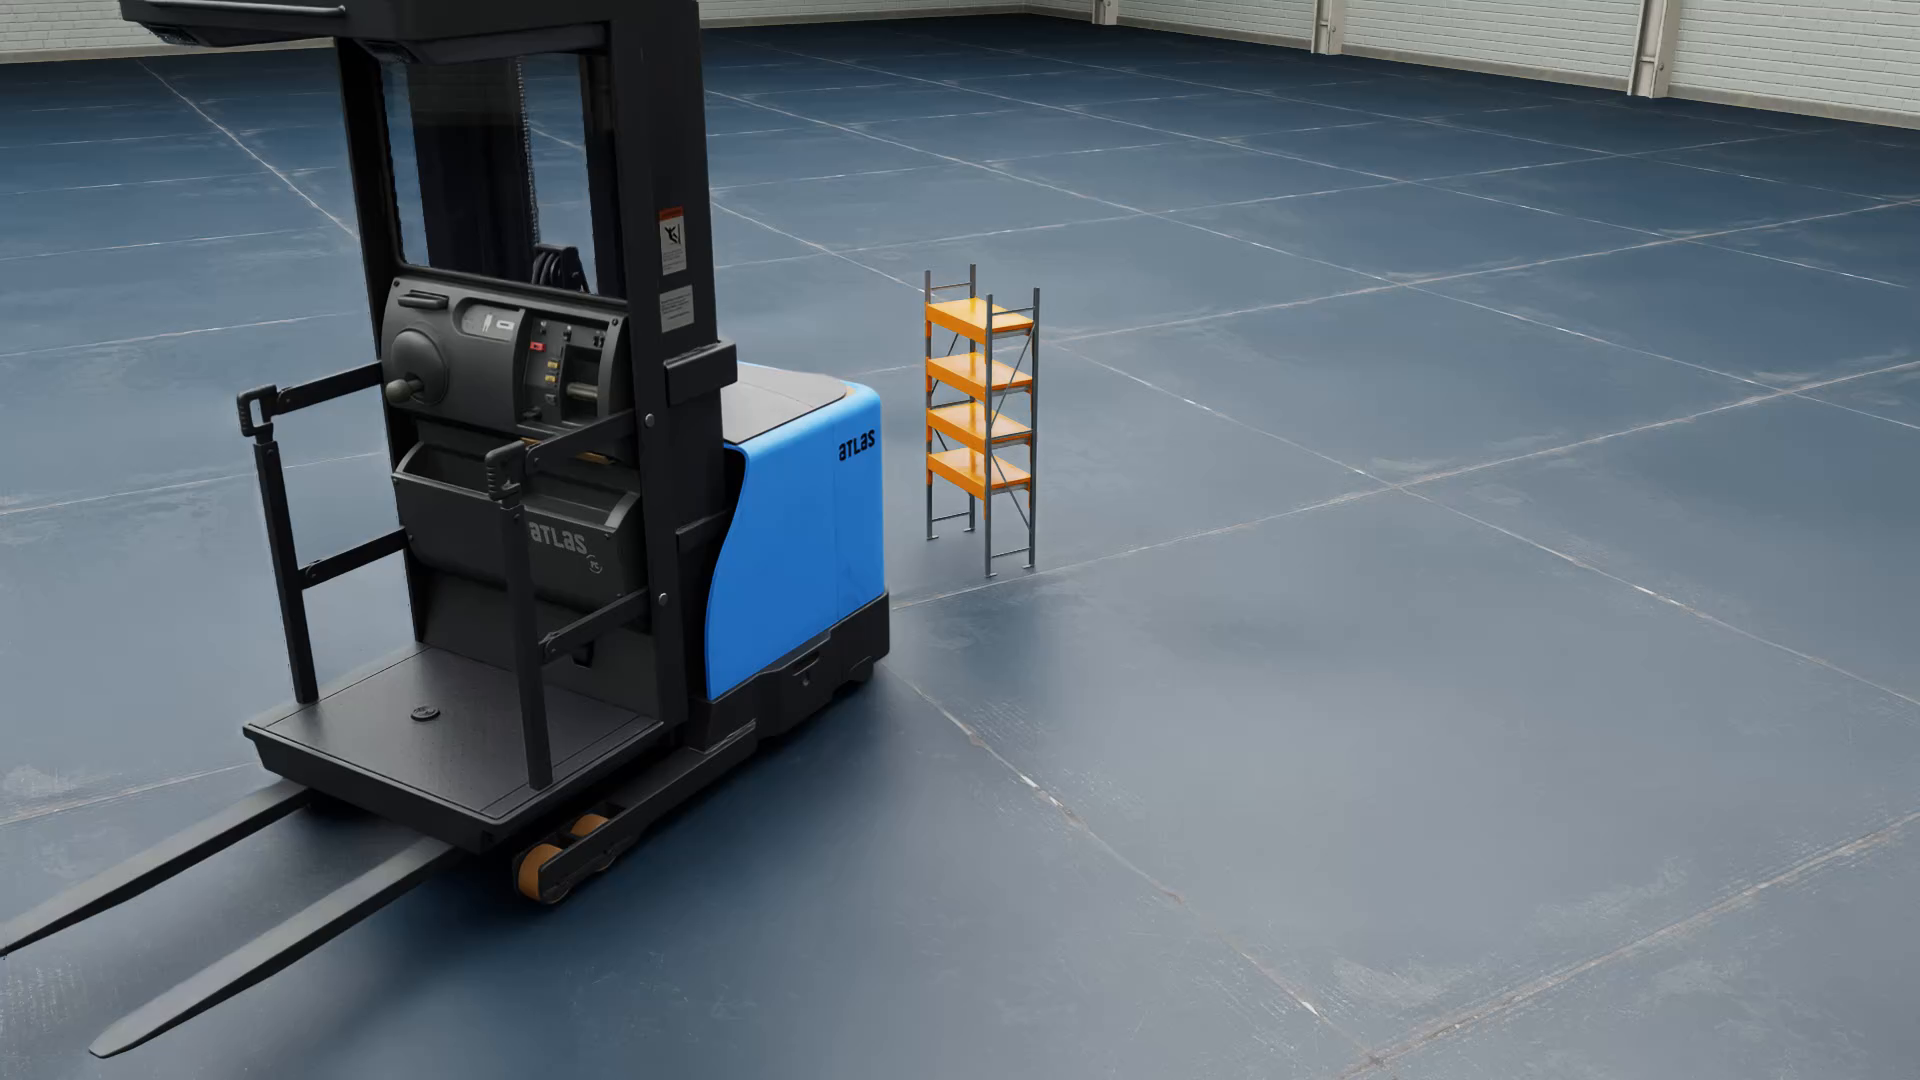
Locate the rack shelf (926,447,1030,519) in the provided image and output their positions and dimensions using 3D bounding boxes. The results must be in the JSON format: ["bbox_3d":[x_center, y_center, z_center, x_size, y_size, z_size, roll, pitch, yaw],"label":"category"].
[{"bbox_3d":[0.085,-0.256,7.054,0.258,0.148,0.480,-13,25,-28],"label":"rack shelf"}]

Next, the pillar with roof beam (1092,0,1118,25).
[{"bbox_3d":[-1.009,-12.927,27.164,9.100,9.000,0.400,-13,25,-28],"label":"pillar with roof beam"}]

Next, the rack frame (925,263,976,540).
[{"bbox_3d":[-0.040,-0.581,7.148,0.240,1.200,0.015,-13,25,-28],"label":"rack frame"}]

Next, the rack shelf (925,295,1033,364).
[{"bbox_3d":[0.085,-0.866,6.806,0.258,0.148,0.480,-13,25,-28],"label":"rack shelf"}]

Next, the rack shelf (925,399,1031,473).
[{"bbox_3d":[0.085,-0.440,6.979,0.258,0.148,0.480,-13,25,-28],"label":"rack shelf"}]

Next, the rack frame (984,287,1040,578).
[{"bbox_3d":[0.209,-0.423,6.759,0.240,1.200,0.015,-13,25,-28],"label":"rack frame"}]

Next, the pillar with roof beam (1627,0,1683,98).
[{"bbox_3d":[5.121,-9.042,17.607,9.100,9.000,0.400,-13,25,-28],"label":"pillar with roof beam"}]

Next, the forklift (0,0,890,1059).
[{"bbox_3d":[-1.457,-0.518,4.693,1.130,2.935,3.031,13,25,29],"label":"forklift"}]

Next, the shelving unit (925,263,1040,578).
[{"bbox_3d":[0.085,-0.502,6.954,0.258,1.200,0.503,-13,25,-28],"label":"shelving unit"}]

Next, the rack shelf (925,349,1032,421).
[{"bbox_3d":[0.085,-0.647,6.895,0.258,0.148,0.480,-13,25,-28],"label":"rack shelf"}]

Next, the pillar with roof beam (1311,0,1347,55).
[{"bbox_3d":[2.056,-10.985,22.386,9.100,9.000,0.400,-13,25,-28],"label":"pillar with roof beam"}]
